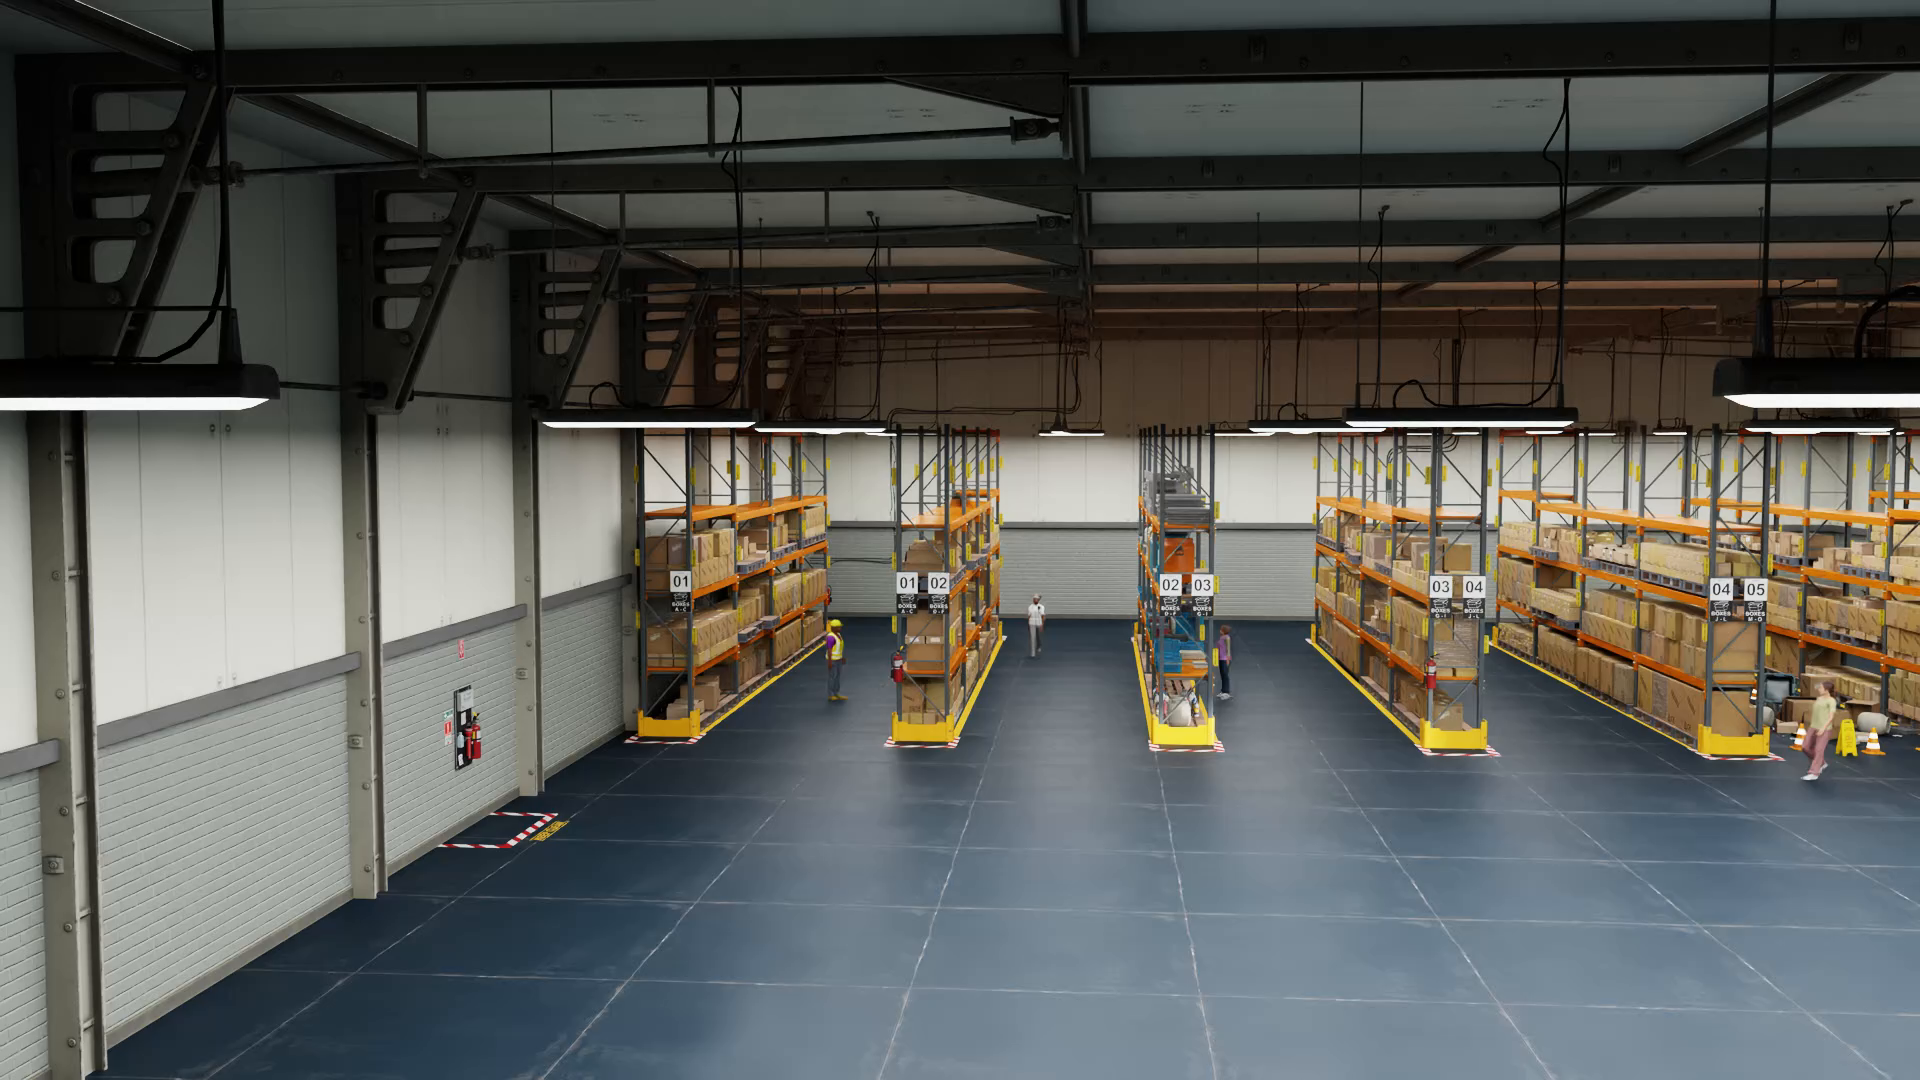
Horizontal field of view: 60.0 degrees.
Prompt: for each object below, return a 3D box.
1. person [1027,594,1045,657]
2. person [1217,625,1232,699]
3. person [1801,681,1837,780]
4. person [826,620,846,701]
[{"bbox_3d":[1.993,2.233,43.778,0.453,1.636,0.951,0,3,-1],"label":"person"},{"bbox_3d":[5.823,2.687,36.779,0.395,1.602,0.528,-1,4,-16],"label":"person"},{"bbox_3d":[14.398,3.188,27.919,0.610,1.654,0.505,-2,4,-23],"label":"person"},{"bbox_3d":[-2.728,2.620,36.379,0.402,1.770,0.601,1,4,18],"label":"person"}]
